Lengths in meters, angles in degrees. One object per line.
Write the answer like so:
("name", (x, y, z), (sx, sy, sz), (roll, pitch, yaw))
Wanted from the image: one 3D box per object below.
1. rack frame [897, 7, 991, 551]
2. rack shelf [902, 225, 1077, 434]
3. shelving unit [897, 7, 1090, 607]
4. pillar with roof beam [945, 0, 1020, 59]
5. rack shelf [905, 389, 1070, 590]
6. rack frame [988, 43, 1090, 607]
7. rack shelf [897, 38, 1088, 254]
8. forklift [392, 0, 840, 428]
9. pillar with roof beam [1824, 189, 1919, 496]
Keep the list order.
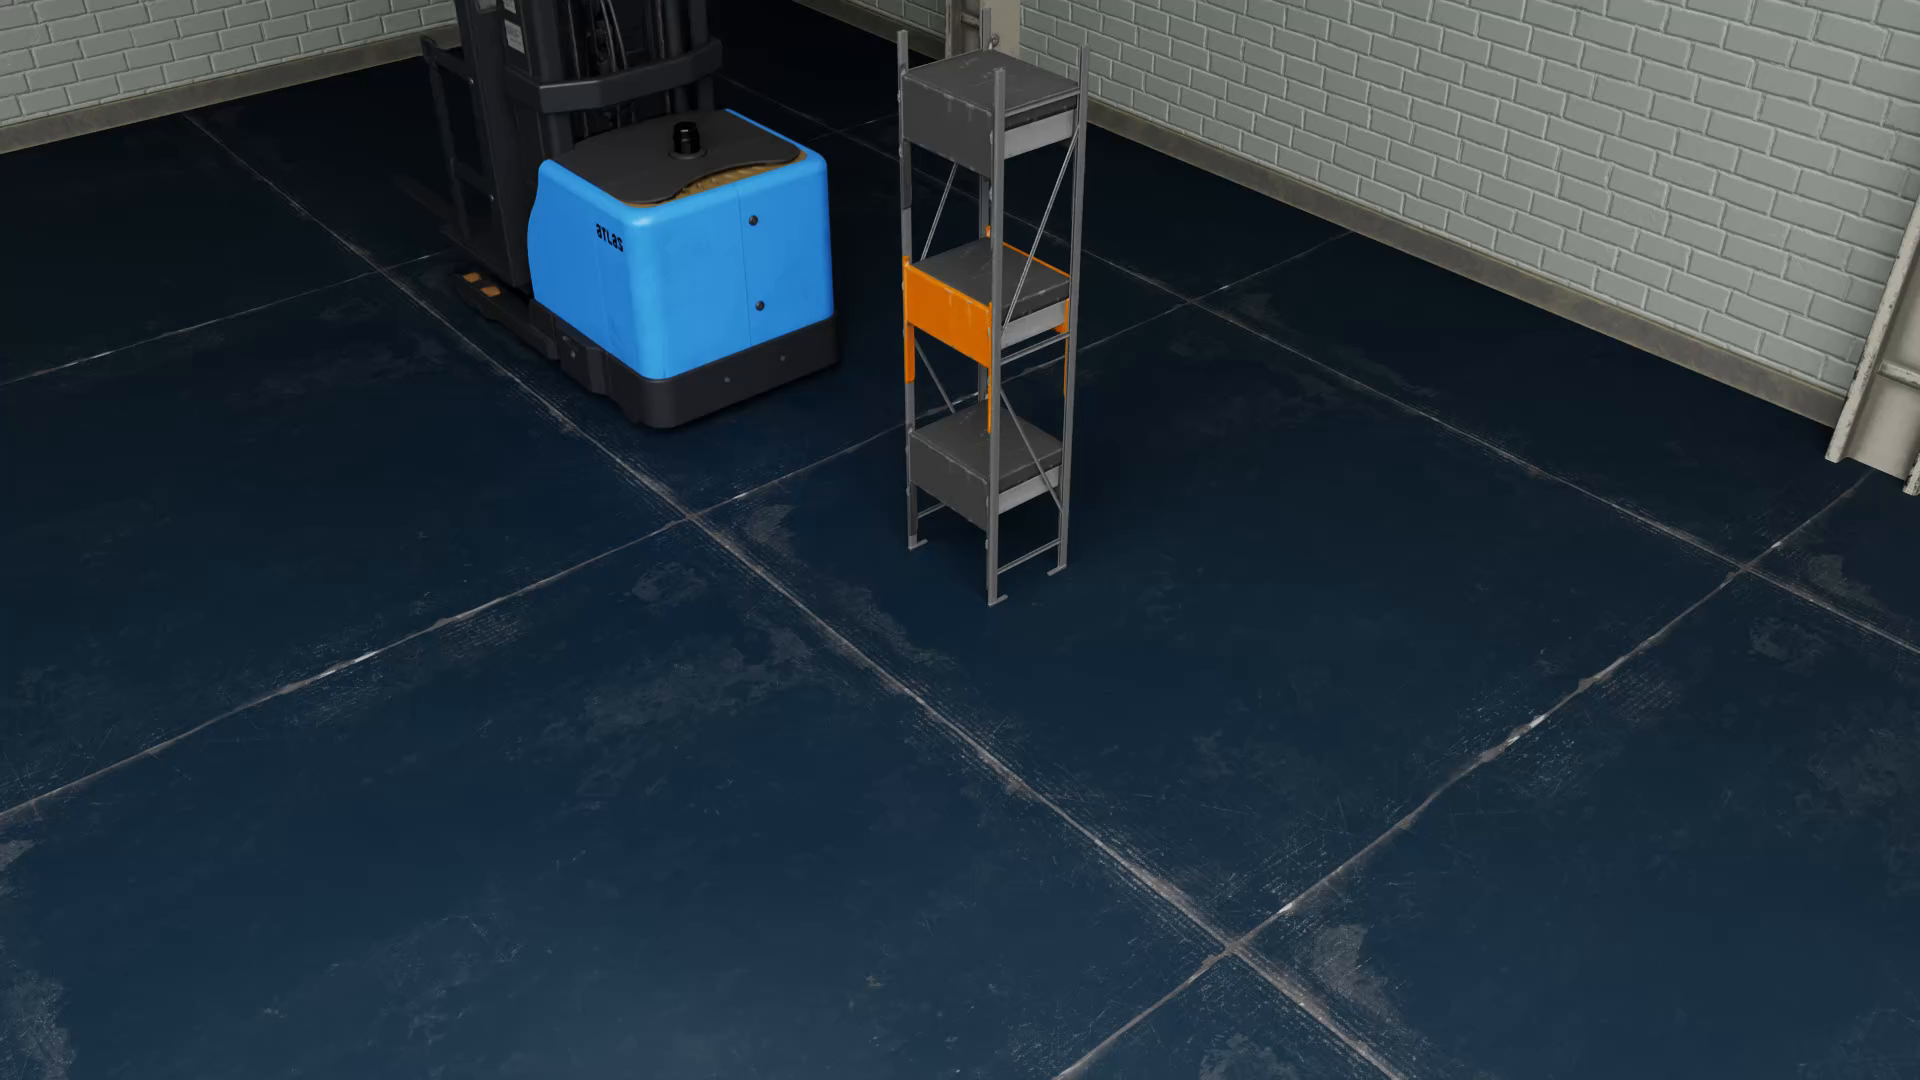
("rack frame", (-0.051, -0.892, 6.192), (0.400, 2.100, 0.015), (-26, 43, -32))
("rack shelf", (0.107, -0.773, 6.048), (0.431, 0.518, 0.480), (-26, 43, -32))
("shelving unit", (0.107, -0.784, 6.040), (0.431, 2.100, 0.503), (-26, 43, -32))
("pillar with roof beam", (-3.146, -5.045, 6.087), (9.100, 9.000, 0.400), (-26, 43, -32))
("rack shelf", (0.107, -0.201, 6.452), (0.431, 0.518, 0.480), (-26, 43, -32))
("rack frame", (0.264, -0.676, 5.888), (0.400, 2.100, 0.015), (-26, 43, -32))
("rack shelf", (0.107, -1.344, 5.643), (0.431, 0.518, 0.480), (-26, 43, -32))
("forklift", (-1.902, -2.466, 7.695), (1.130, 2.935, 3.031), (-26, 43, -32))
("pillar with roof beam", (0.726, -2.396, 2.347), (9.100, 9.000, 0.400), (-26, 43, -32))
